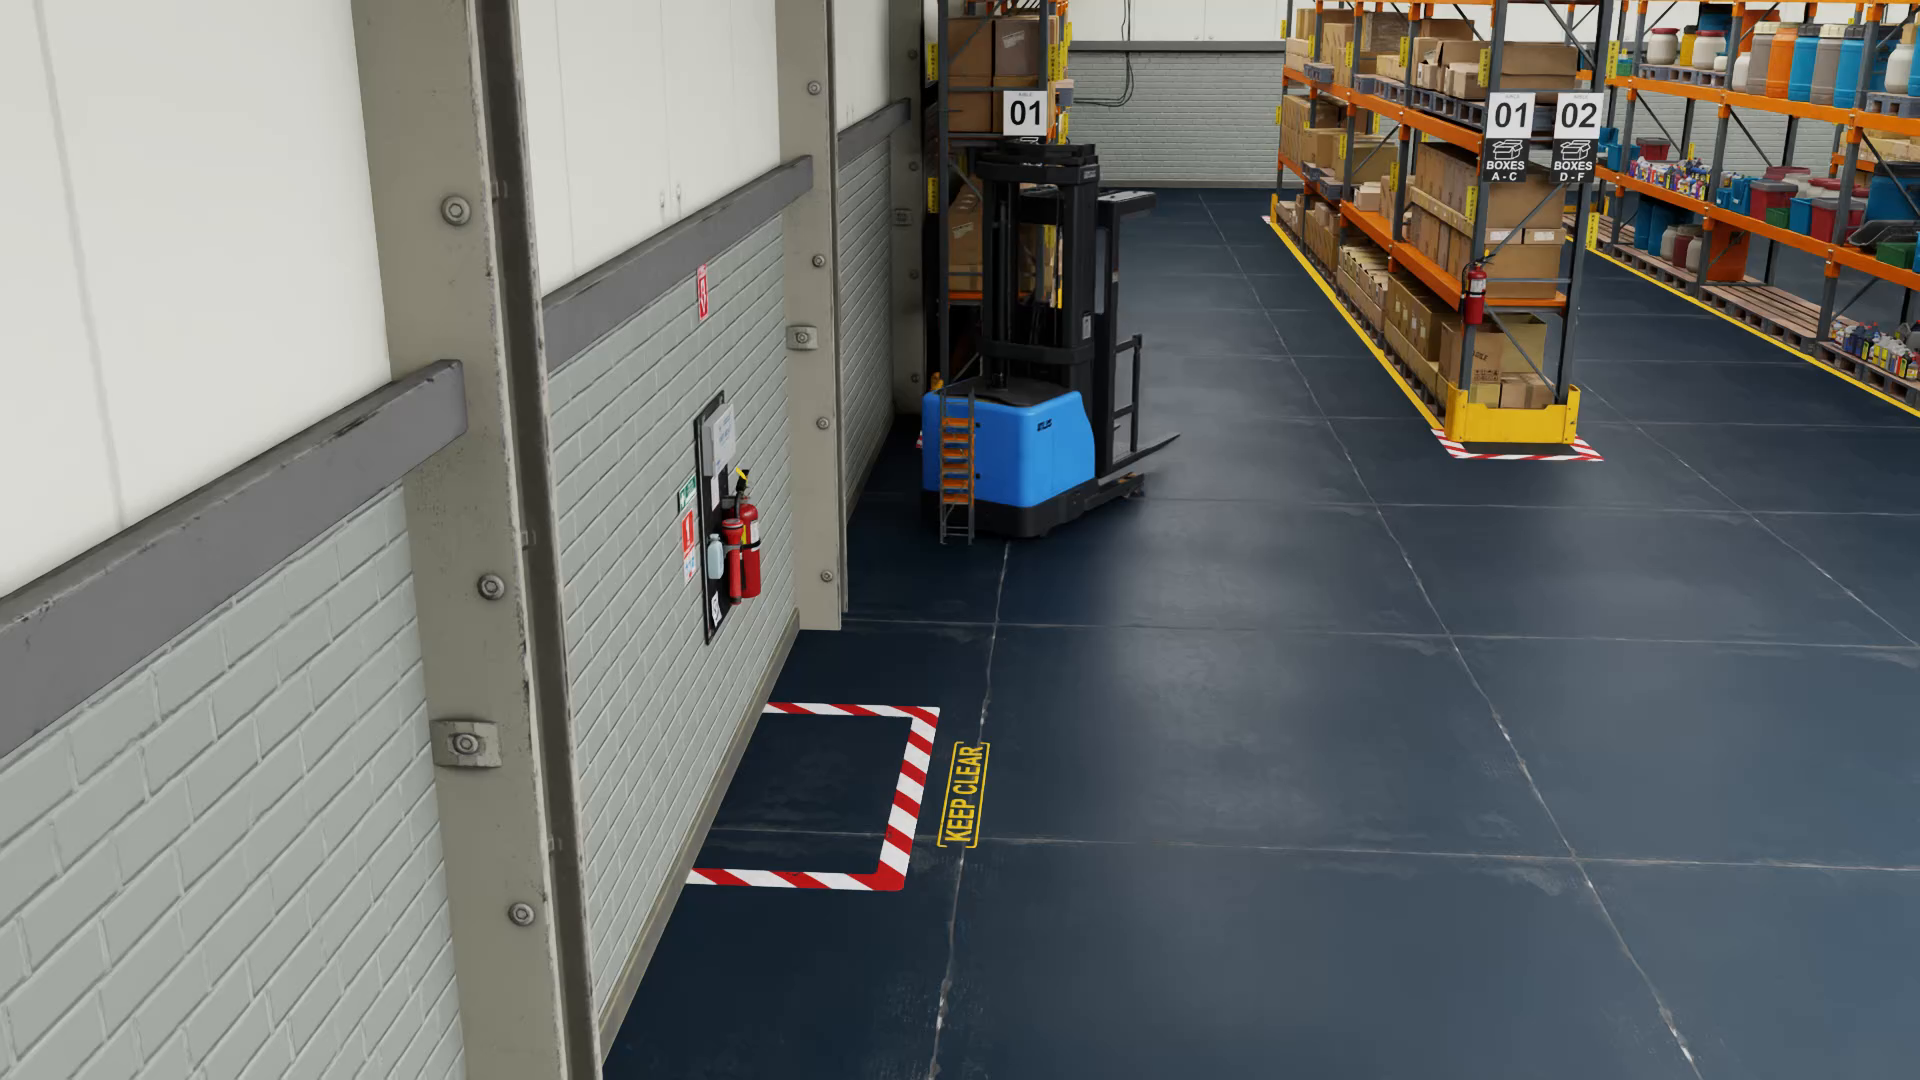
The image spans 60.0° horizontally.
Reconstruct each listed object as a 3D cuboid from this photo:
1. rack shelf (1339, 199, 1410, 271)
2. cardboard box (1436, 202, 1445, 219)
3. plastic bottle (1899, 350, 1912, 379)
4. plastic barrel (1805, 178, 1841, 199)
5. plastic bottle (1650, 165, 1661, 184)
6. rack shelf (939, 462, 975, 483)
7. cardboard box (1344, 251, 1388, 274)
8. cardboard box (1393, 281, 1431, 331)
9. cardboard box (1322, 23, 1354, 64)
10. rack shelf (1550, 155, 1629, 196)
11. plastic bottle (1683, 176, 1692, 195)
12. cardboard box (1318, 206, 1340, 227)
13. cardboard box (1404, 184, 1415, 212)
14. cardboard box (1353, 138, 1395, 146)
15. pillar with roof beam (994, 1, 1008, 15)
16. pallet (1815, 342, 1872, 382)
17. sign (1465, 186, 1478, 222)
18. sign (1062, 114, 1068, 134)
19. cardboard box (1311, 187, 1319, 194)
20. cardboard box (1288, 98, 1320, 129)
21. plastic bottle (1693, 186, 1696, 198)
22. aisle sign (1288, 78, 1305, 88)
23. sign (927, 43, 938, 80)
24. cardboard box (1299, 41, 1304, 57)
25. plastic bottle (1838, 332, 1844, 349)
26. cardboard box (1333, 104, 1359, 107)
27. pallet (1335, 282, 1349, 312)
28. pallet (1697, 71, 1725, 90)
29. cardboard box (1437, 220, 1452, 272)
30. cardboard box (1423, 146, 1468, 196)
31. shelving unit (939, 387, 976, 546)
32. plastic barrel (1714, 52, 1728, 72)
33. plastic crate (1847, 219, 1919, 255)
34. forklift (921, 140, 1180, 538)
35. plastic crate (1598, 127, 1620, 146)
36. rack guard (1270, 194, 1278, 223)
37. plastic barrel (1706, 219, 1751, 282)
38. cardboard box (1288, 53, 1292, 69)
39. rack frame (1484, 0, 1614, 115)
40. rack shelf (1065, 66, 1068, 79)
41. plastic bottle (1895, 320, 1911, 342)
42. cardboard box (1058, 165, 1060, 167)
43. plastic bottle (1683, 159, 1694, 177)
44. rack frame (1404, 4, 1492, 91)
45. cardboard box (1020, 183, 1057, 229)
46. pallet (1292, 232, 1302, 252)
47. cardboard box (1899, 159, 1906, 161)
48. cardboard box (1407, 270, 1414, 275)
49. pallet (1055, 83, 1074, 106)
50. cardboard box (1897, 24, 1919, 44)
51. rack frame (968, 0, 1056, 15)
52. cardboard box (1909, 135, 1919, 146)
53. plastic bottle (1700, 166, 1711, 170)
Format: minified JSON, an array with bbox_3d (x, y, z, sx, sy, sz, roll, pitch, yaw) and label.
[{"bbox_3d":[5.674,-3.928,21.248,1.077,0.370,4.000,1,18,4],"label":"rack shelf"},{"bbox_3d":[5.211,-3.444,17.414,0.380,0.149,0.250,1,18,3],"label":"cardboard box"},{"bbox_3d":[9.869,-1.829,17.345,0.061,0.283,0.133,2,18,5],"label":"plastic bottle"},{"bbox_3d":[10.842,-4.256,20.875,0.433,0.535,0.433,0,18,0],"label":"plastic barrel"},{"bbox_3d":[10.565,-5.540,25.211,0.152,0.276,0.135,1,18,4],"label":"plastic bottle"},{"bbox_3d":[-0.020,-0.518,12.720,0.258,0.103,0.180,2,18,8],"label":"rack shelf"},{"bbox_3d":[5.458,-3.731,22.332,0.500,0.311,0.500,1,18,3],"label":"cardboard box"},{"bbox_3d":[5.158,-2.605,18.593,0.500,0.500,0.500,1,18,4],"label":"cardboard box"},{"bbox_3d":[5.995,-7.698,25.787,0.600,0.600,0.600,0,18,-1],"label":"cardboard box"},{"bbox_3d":[11.188,-6.301,28.489,1.077,0.370,4.000,1,18,4],"label":"rack shelf"},{"bbox_3d":[10.433,-5.081,23.819,0.097,0.271,0.097,0,18,0],"label":"plastic bottle"},{"bbox_3d":[5.720,-4.899,25.161,0.500,0.250,0.500,1,18,3],"label":"cardboard box"},{"bbox_3d":[5.640,-4.098,20.451,0.500,0.500,0.500,3,18,8],"label":"cardboard box"},{"bbox_3d":[6.007,-5.616,24.409,0.700,0.500,0.500,5,19,14],"label":"cardboard box"},{"bbox_3d":[5.075,-11.097,32.339,9.100,9.000,0.400,1,18,4],"label":"pillar with roof beam"},{"bbox_3d":[10.382,-2.004,18.700,1.003,0.211,1.213,1,18,4],"label":"pallet"},{"bbox_3d":[4.704,-3.085,15.282,0.100,0.325,0.005,1,18,4],"label":"sign"},{"bbox_3d":[1.705,-6.746,26.961,0.100,0.325,0.005,1,18,4],"label":"sign"},{"bbox_3d":[6.598,-6.222,30.403,0.500,0.500,0.500,1,18,4],"label":"cardboard box"},{"bbox_3d":[6.026,-7.448,29.070,0.500,0.500,0.500,2,18,5],"label":"cardboard box"},{"bbox_3d":[10.405,-4.927,23.461,0.097,0.201,0.097,0,18,0],"label":"plastic bottle"},{"bbox_3d":[6.103,-8.638,30.294,0.394,0.787,0.004,1,18,4],"label":"aisle sign"},{"bbox_3d":[-0.249,-4.380,15.234,0.100,0.325,0.005,1,18,4],"label":"sign"},{"bbox_3d":[5.946,-8.192,27.728,0.500,0.250,0.500,1,18,4],"label":"cardboard box"},{"bbox_3d":[9.997,-2.264,18.801,0.097,0.201,0.097,0,18,0],"label":"plastic bottle"},{"bbox_3d":[6.456,-6.956,27.568,0.500,0.500,0.500,1,18,2],"label":"cardboard box"},{"bbox_3d":[5.720,-3.311,22.688,1.003,0.211,1.213,1,18,4],"label":"pallet"},{"bbox_3d":[10.911,-6.350,22.971,1.003,0.211,1.213,1,18,4],"label":"pallet"},{"bbox_3d":[5.399,-3.079,17.342,0.700,0.500,0.500,2,18,6],"label":"cardboard box"},{"bbox_3d":[5.471,-4.017,18.122,0.700,0.500,0.500,1,18,4],"label":"cardboard box"},{"bbox_3d":[-0.020,-0.561,12.706,0.258,1.200,0.189,2,18,8],"label":"shelving unit"},{"bbox_3d":[10.689,-6.674,23.206,0.301,0.262,0.301,0,18,0],"label":"plastic barrel"},{"bbox_3d":[10.307,-3.347,18.421,0.767,0.338,0.504,1,18,4],"label":"plastic crate"},{"bbox_3d":[0.909,-1.814,13.751,1.130,2.935,3.031,11,21,31],"label":"forklift"},{"bbox_3d":[11.494,-7.201,29.928,0.616,0.435,0.499,1,18,4],"label":"plastic crate"},{"bbox_3d":[6.386,-6.164,30.931,1.175,0.500,0.348,1,18,4],"label":"rack guard"},{"bbox_3d":[10.776,-4.100,23.428,0.600,0.830,0.708,1,18,4],"label":"plastic barrel"},{"bbox_3d":[6.052,-8.421,29.228,0.500,0.250,0.500,1,18,4],"label":"cardboard box"},{"bbox_3d":[5.244,-5.257,14.515,1.000,3.000,0.127,1,18,4],"label":"rack frame"},{"bbox_3d":[1.307,-7.947,28.697,1.077,0.370,4.000,1,18,4],"label":"rack shelf"},{"bbox_3d":[10.569,-2.284,18.623,0.144,0.351,0.185,1,18,4],"label":"plastic bottle"},{"bbox_3d":[1.167,-5.344,23.743,0.500,0.500,0.500,2,18,6],"label":"cardboard box"},{"bbox_3d":[11.148,-5.651,25.431,0.144,0.351,0.185,1,18,4],"label":"plastic bottle"},{"bbox_3d":[5.531,-6.499,18.306,1.000,3.000,0.127,1,18,4],"label":"rack frame"},{"bbox_3d":[0.834,-3.744,18.535,0.500,0.500,0.500,1,18,4],"label":"cardboard box"},{"bbox_3d":[6.155,-5.021,27.908,1.003,0.211,1.213,1,18,4],"label":"pallet"},{"bbox_3d":[15.754,-6.213,27.470,0.380,0.149,0.250,2,18,5],"label":"cardboard box"},{"bbox_3d":[5.886,-3.247,20.855,0.500,0.311,0.500,1,18,2],"label":"cardboard box"},{"bbox_3d":[0.740,-5.283,19.714,1.213,0.211,1.003,1,18,4],"label":"pallet"},{"bbox_3d":[16.139,-8.377,27.857,0.700,0.500,0.500,0,18,0],"label":"cardboard box"},{"bbox_3d":[0.590,-6.609,18.640,1.000,3.000,0.127,1,18,4],"label":"rack frame"},{"bbox_3d":[15.791,-6.641,26.933,0.500,0.500,0.500,1,18,4],"label":"cardboard box"},{"bbox_3d":[11.267,-5.521,25.154,0.152,0.276,0.135,1,18,4],"label":"plastic bottle"}]
